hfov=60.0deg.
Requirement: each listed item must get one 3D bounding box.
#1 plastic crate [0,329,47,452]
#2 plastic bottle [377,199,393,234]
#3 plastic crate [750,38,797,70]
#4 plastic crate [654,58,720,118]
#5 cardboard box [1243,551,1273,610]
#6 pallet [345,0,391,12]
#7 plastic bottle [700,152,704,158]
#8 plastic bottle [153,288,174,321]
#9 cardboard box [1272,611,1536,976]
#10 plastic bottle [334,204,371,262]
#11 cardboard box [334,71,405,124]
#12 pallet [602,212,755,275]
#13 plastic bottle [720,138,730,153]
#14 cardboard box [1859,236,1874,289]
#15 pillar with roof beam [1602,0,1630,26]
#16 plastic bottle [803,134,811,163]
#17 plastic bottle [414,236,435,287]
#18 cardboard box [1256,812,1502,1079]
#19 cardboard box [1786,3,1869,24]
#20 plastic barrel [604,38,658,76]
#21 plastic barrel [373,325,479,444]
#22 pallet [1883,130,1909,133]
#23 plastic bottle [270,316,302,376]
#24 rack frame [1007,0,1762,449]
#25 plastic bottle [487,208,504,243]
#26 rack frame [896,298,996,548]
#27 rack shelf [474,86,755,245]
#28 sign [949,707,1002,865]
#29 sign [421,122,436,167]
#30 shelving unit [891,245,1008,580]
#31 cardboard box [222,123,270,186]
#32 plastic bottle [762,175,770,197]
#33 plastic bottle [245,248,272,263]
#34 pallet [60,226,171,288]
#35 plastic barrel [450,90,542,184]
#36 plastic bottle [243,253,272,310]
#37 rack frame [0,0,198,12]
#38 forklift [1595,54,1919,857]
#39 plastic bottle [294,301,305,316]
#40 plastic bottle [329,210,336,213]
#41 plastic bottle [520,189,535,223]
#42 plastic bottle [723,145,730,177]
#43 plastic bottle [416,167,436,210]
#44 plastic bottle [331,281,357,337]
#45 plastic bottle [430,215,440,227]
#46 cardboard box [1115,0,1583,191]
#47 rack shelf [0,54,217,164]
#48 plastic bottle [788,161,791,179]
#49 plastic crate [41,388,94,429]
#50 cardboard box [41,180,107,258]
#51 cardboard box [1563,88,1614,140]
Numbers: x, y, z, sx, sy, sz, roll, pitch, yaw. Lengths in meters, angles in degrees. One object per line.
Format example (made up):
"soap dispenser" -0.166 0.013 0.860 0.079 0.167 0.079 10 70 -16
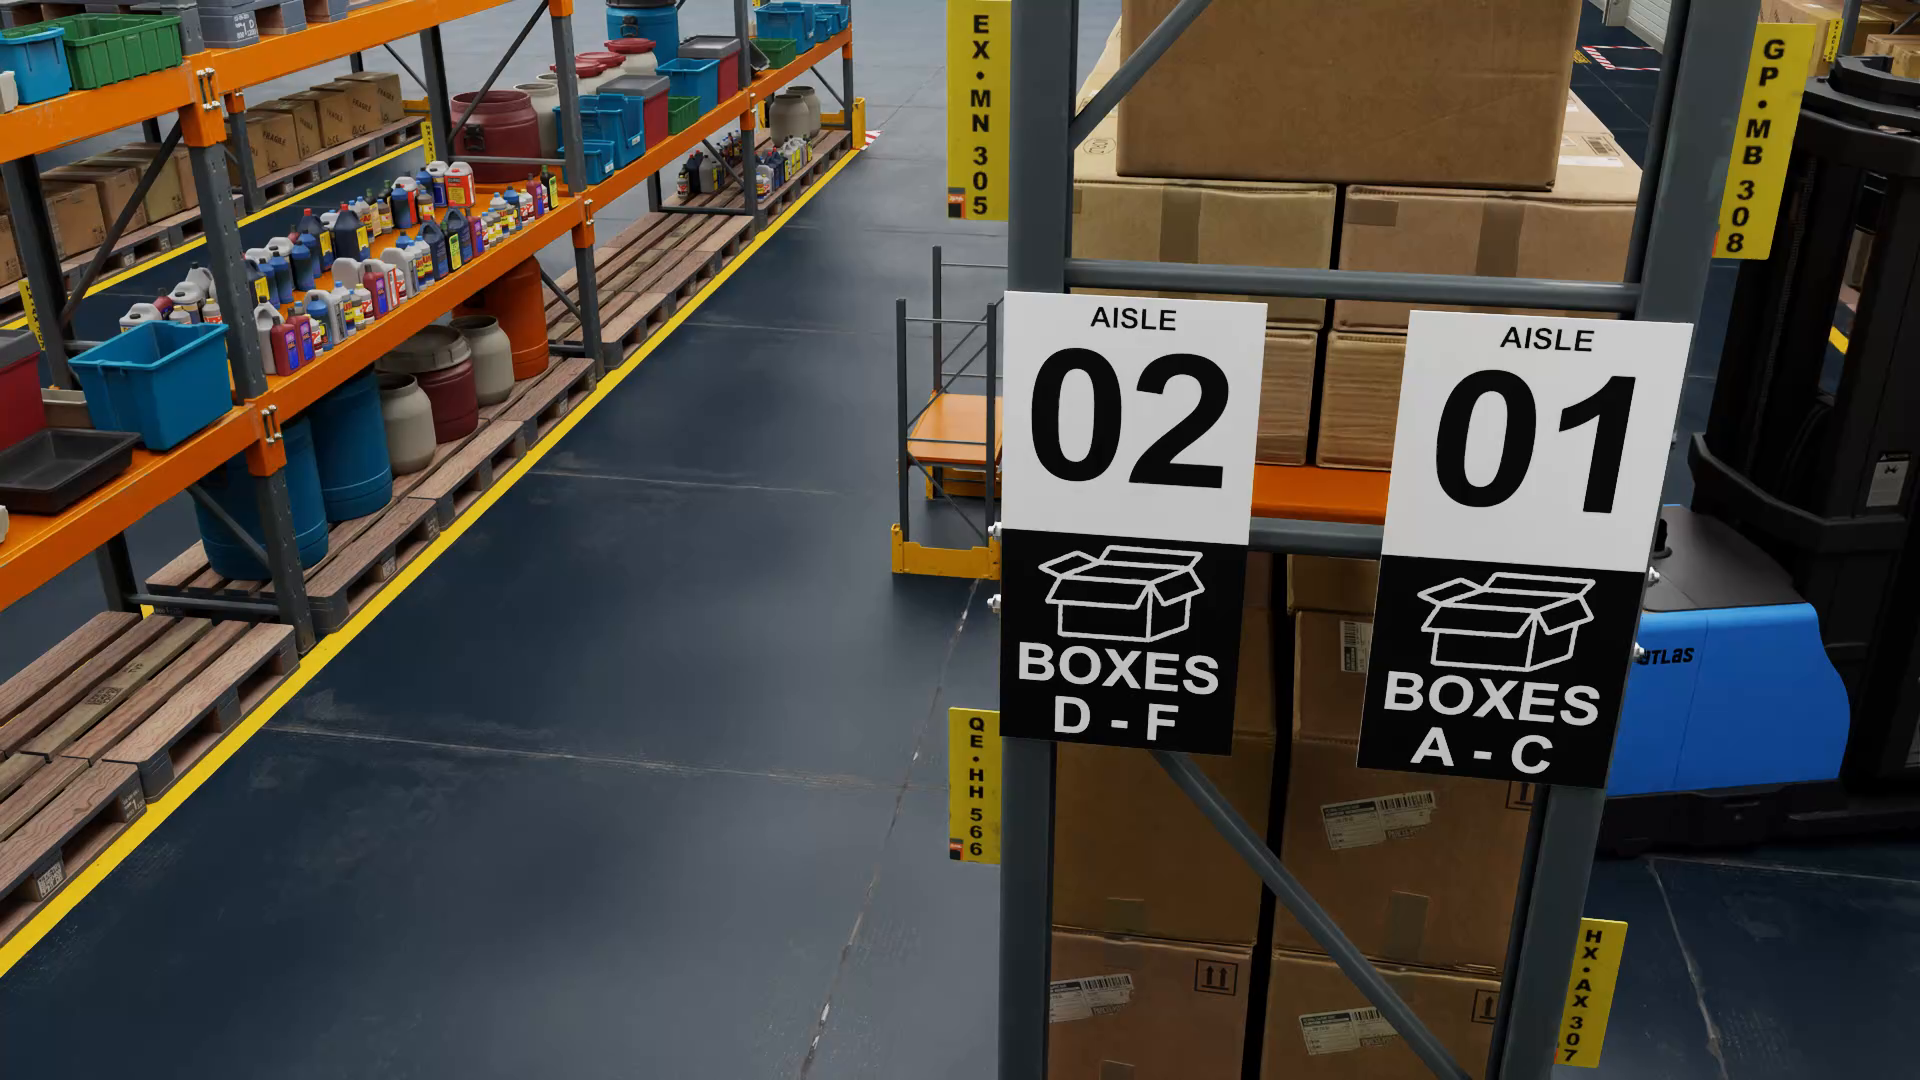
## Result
"plastic crate" -4.051 -0.554 6.750 0.402 0.464 0.583 4 25 9
"plastic bottle" -3.537 -1.983 10.182 0.097 0.201 0.097 0 25 0
"plastic crate" -1.850 -4.652 15.901 0.450 0.188 0.662 4 25 9
"plastic crate" -2.224 -3.710 13.657 0.392 0.384 0.575 4 25 9
"cardboard box" 0.458 0.249 3.883 0.500 0.500 0.500 5 25 10
"pallet" -3.444 -2.937 8.670 1.003 0.211 1.213 4 25 9
"plastic bottle" -2.512 -3.610 16.109 0.061 0.283 0.133 6 26 12
"plastic bottle" -3.919 -1.089 8.175 0.061 0.283 0.133 4 25 9
"cardboard box" 0.907 0.498 3.351 0.500 0.500 0.500 5 26 10
"plastic bottle" -3.478 -1.746 9.499 0.144 0.351 0.185 4 25 9
"cardboard box" -6.701 -5.014 18.878 0.500 0.500 0.500 9 27 18
"pallet" -2.440 -2.606 14.569 1.003 0.211 1.213 4 25 9
"plastic bottle" -2.373 -3.915 16.775 0.097 0.271 0.097 0 25 0
"cardboard box" 7.285 -2.052 12.526 0.700 0.500 0.500 4 25 7
"pillar with roof beam" 6.530 -12.868 26.127 9.100 9.000 0.400 4 25 9
"plastic bottle" -1.565 -3.994 16.929 0.061 0.283 0.133 5 25 10
"plastic bottle" -2.955 -1.535 9.143 0.097 0.271 0.097 0 25 0
"cardboard box" 0.907 0.951 3.563 0.500 0.500 0.500 5 25 10
"cardboard box" 7.272 -4.223 14.002 0.500 0.500 0.500 4 25 8
"plastic barrel" -2.723 -3.877 13.834 0.433 0.535 0.433 0 25 0
"plastic barrel" -3.252 -0.947 10.085 0.600 0.588 0.708 4 25 9
"pallet" 7.053 -2.585 11.460 1.003 0.211 1.213 4 25 9
"plastic bottle" -3.177 -0.925 7.826 0.061 0.283 0.133 4 25 9
"rack frame" 0.575 -1.554 1.955 1.000 3.000 0.127 4 25 9
"plastic bottle" -2.803 -1.892 9.987 0.097 0.201 0.097 0 25 0
"rack frame" -0.069 -0.502 8.554 0.500 1.500 0.032 4 25 9
"rack shelf" -2.677 -3.038 13.051 1.077 0.370 4.000 4 25 9
"sign" 0.031 0.449 3.014 0.100 0.325 0.005 4 25 9
"sign" -3.548 -2.636 11.152 0.100 0.325 0.005 4 25 9
"shelving unit" 0.012 -0.711 9.000 0.587 1.500 1.083 4 25 9
"cardboard box" -7.132 -3.766 16.211 0.500 0.500 0.500 3 25 7
"plastic bottle" -1.832 -3.320 15.587 0.097 0.201 0.097 0 25 0
"plastic bottle" -3.748 -1.405 8.861 0.152 0.276 0.135 4 25 9
"pallet" -7.559 -2.443 14.220 1.003 0.211 1.213 4 25 9
"plastic barrel" -3.227 -2.804 11.542 0.600 0.536 0.708 4 25 9
"plastic bottle" -3.658 -1.306 8.561 0.144 0.351 0.185 4 25 9
"rack frame" -3.658 -3.571 6.265 1.000 3.000 0.127 4 25 9
"forklift" 3.822 -0.352 6.545 3.031 2.935 1.130 -3 25 -7
"plastic bottle" -3.272 -1.085 8.265 0.097 0.201 0.097 0 25 0
"plastic bottle" -3.628 -1.781 9.668 0.097 0.271 0.097 0 25 0
"plastic bottle" -2.724 -2.095 10.422 0.097 0.201 0.097 0 25 0
"plastic bottle" -2.310 -3.734 16.375 0.061 0.283 0.133 4 25 9
"plastic bottle" -3.439 -2.264 10.700 0.097 0.271 0.097 0 25 0
"plastic bottle" -3.100 -1.163 8.348 0.097 0.271 0.097 0 25 0
"plastic bottle" -3.008 -1.730 9.546 0.061 0.283 0.133 4 25 9
"cardboard box" 0.643 -0.909 2.819 0.700 0.500 0.500 4 25 9
"rack shelf" -3.985 -1.051 5.267 1.077 0.370 4.000 4 25 9
"plastic bottle" -1.709 -3.637 16.263 0.097 0.201 0.097 0 25 0
"plastic crate" -3.875 -0.577 7.186 0.396 0.136 0.243 4 25 9
"cardboard box" -7.637 -2.690 13.888 0.700 0.500 0.500 6 26 13
"cardboard box" 1.004 -0.759 3.383 0.500 0.250 0.500 4 25 9
